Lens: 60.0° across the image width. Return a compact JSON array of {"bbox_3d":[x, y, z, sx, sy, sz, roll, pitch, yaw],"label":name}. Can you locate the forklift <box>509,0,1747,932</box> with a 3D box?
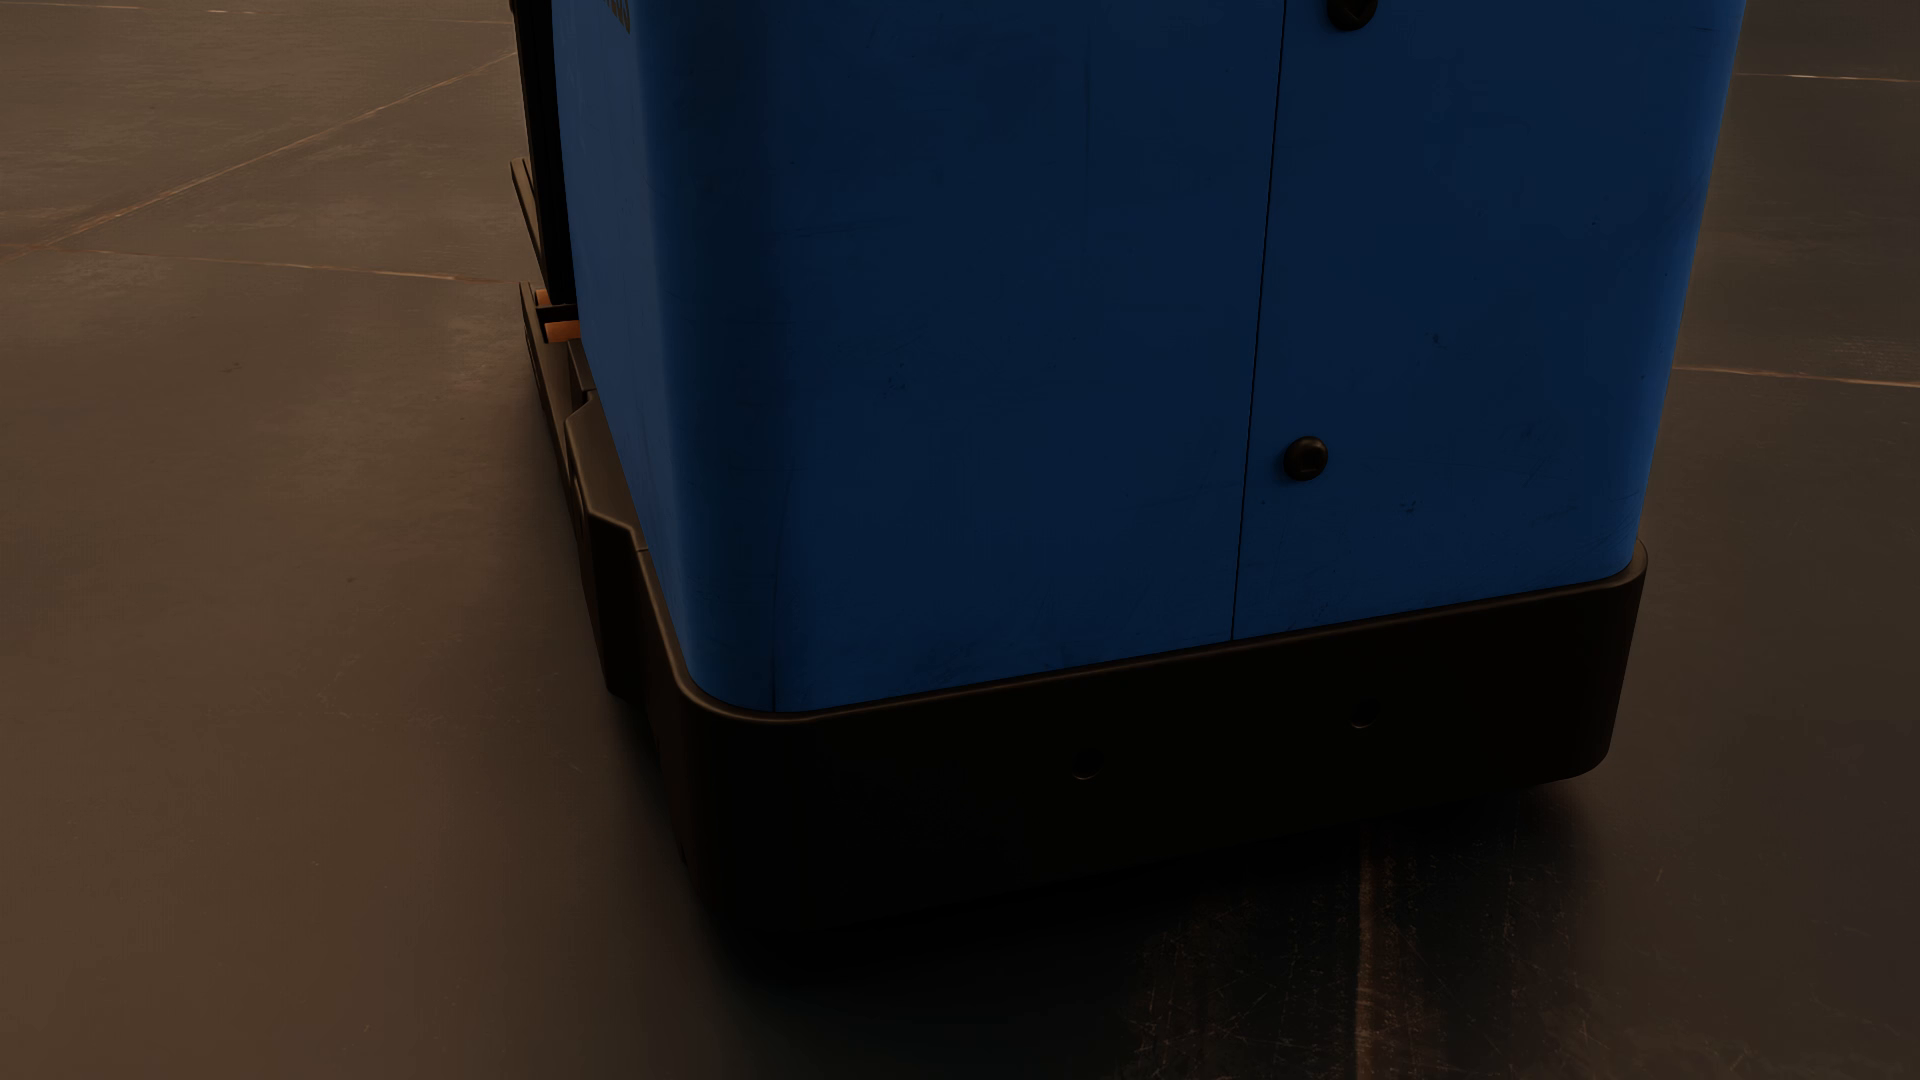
[{"bbox_3d":[-0.187,-1.577,2.371,1.130,2.935,3.031,-8,28,-16],"label":"forklift"}]
